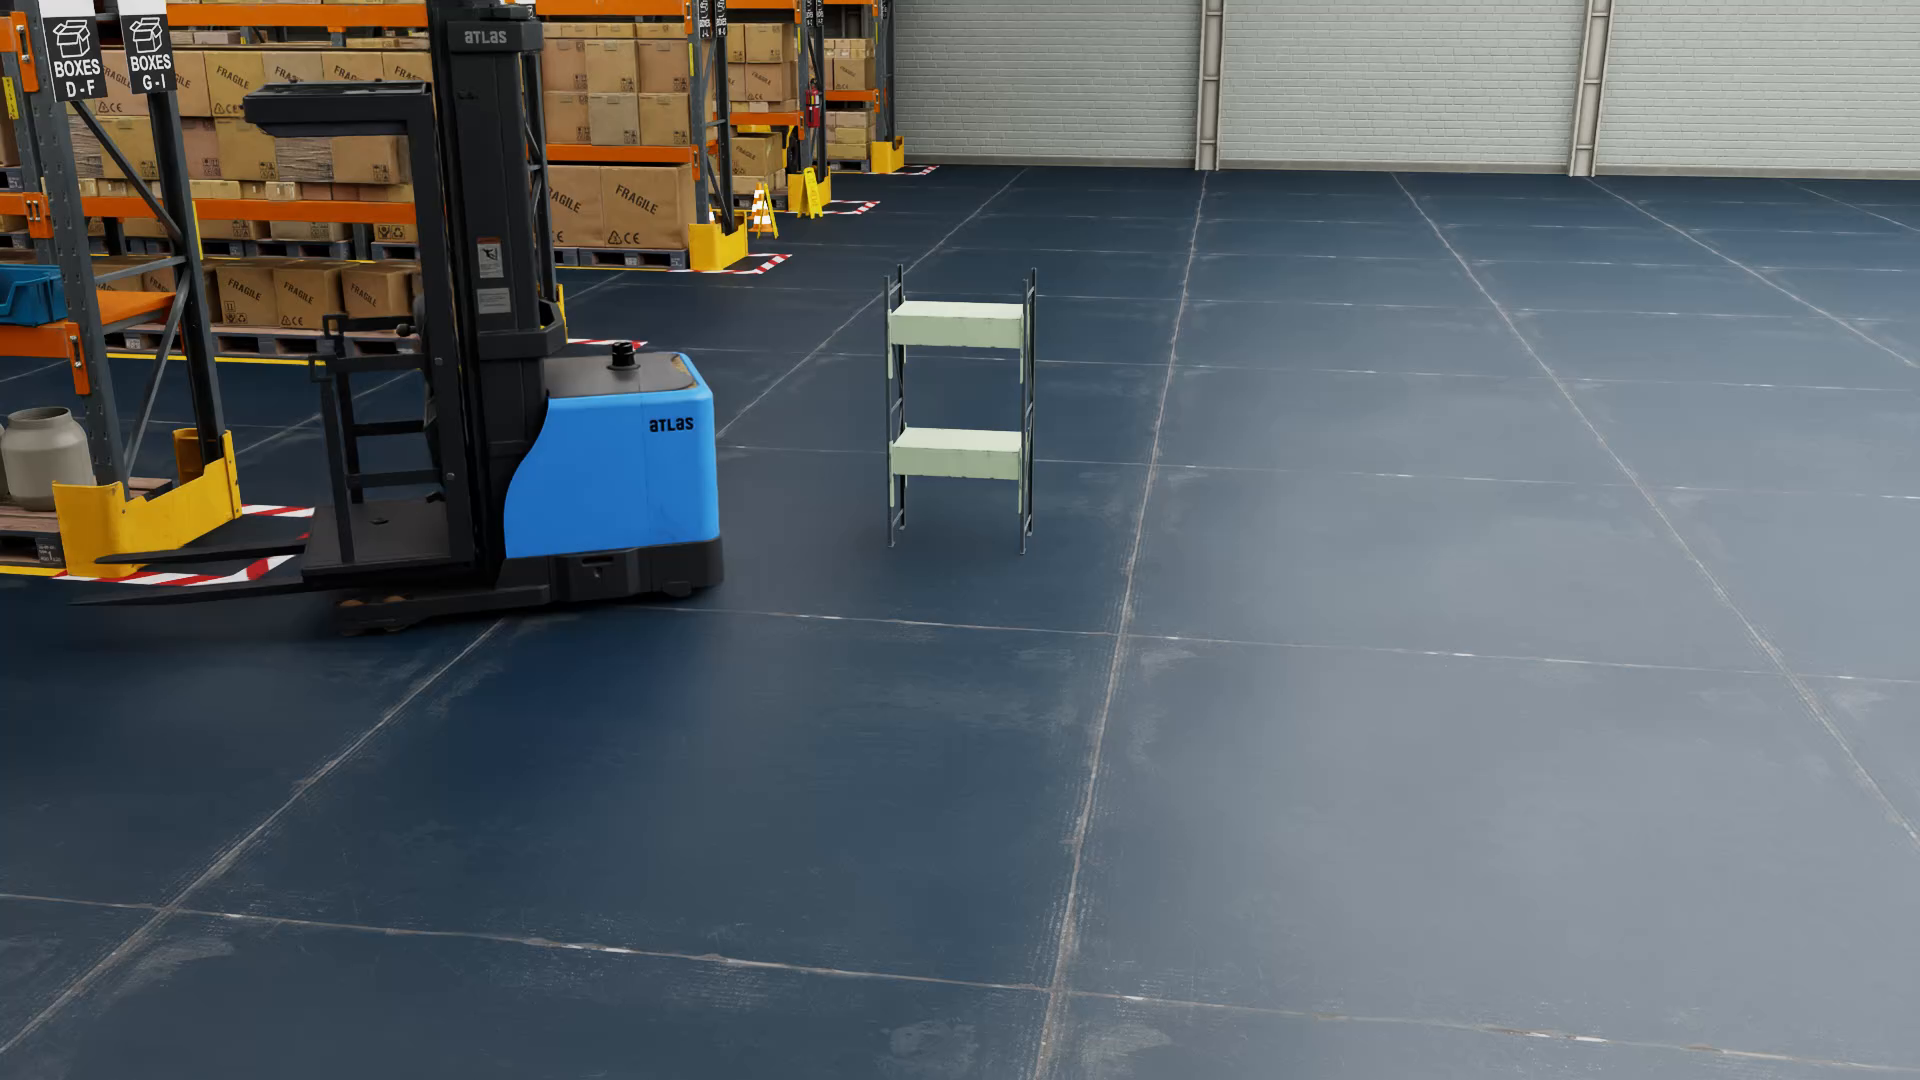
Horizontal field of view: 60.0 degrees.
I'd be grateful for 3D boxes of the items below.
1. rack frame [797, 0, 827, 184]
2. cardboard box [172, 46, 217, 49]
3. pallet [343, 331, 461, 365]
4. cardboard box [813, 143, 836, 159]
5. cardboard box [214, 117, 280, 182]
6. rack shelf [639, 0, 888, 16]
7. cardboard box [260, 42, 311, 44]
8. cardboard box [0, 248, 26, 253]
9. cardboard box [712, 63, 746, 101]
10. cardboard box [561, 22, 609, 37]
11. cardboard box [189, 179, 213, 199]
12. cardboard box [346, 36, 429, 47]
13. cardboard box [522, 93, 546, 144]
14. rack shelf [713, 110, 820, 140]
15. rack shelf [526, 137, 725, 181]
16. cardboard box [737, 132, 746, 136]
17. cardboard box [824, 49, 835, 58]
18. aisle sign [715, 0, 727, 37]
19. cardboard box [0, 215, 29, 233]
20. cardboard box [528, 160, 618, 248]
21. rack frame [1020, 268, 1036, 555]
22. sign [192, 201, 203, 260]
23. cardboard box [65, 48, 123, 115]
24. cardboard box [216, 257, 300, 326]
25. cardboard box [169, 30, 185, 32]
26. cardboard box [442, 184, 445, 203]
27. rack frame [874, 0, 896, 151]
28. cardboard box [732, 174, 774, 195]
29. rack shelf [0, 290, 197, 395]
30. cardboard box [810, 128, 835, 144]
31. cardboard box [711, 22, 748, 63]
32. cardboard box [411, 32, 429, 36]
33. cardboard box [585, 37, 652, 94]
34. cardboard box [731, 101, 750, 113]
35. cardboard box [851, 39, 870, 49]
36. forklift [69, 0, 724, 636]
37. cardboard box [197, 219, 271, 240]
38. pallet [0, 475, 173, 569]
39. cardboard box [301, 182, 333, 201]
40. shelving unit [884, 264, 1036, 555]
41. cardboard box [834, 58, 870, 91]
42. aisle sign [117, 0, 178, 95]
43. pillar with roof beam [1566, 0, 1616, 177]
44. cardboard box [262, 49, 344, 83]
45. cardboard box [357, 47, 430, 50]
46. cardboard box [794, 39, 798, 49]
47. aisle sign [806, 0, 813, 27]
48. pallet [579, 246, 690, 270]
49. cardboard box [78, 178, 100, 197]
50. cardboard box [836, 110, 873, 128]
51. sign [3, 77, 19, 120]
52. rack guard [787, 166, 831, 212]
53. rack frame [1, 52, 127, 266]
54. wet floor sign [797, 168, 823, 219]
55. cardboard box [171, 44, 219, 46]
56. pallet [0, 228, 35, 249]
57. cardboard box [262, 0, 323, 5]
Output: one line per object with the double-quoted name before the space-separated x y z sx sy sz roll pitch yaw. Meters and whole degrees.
"rack frame" -2.018 -6.077 22.737 0.127 3.000 1.000 3 19 9
"cardboard box" -6.557 -3.875 13.954 0.500 0.500 0.500 3 19 9
"pallet" -4.461 -1.705 14.067 1.213 0.211 1.003 3 19 9
"cardboard box" -2.237 -6.480 27.613 0.500 0.250 0.500 3 19 9
"cardboard box" -5.619 -3.252 13.668 0.500 0.500 0.875 3 19 9
"rack shelf" -3.209 -8.814 27.324 4.000 0.370 1.077 3 19 9
"cardboard box" -9.509 -6.772 23.526 0.500 0.500 0.500 2 19 7
"cardboard box" -8.610 -2.264 14.588 0.500 0.500 0.700 3 19 8
"cardboard box" -3.091 -6.233 22.577 0.500 0.500 0.500 3 19 9
"cardboard box" -5.066 -6.818 22.750 0.500 0.500 0.700 3 19 9
"cardboard box" -6.136 -2.894 13.620 0.250 0.149 0.380 3 19 9
"cardboard box" -6.293 -5.276 18.406 0.550 0.550 0.875 3 19 9
"cardboard box" -4.686 -4.698 18.381 0.500 0.550 0.875 3 19 9
"rack shelf" -3.992 -5.836 23.152 4.000 0.370 1.077 3 19 9
"rack shelf" -4.678 -4.280 18.502 4.000 0.370 1.077 3 19 9
"cardboard box" -3.311 -5.481 23.445 0.500 0.500 0.500 2 19 7
"cardboard box" -2.124 -7.952 27.163 0.250 0.149 0.380 3 19 10
"aisle sign" -2.585 -5.844 17.944 0.004 0.787 0.394 3 19 9
"cardboard box" -11.293 -3.888 19.474 0.500 0.500 0.500 3 19 8
"cardboard box" -4.252 -3.769 18.528 0.875 0.875 0.875 3 19 8
"rack frame" 0.368 -0.692 9.009 0.023 1.500 0.400 3 19 9
"sign" -4.283 -1.724 9.291 0.005 0.325 0.100 3 19 9
"cardboard box" -7.135 -3.734 13.532 0.500 0.500 0.500 3 19 9
"cardboard box" -5.958 -2.121 14.193 0.500 0.500 0.500 1 19 4
"cardboard box" -11.364 -7.155 24.227 0.500 0.500 0.500 3 19 10
"cardboard box" -4.150 -2.815 13.385 0.250 0.149 0.380 3 19 9
"rack frame" -1.234 -7.632 27.385 0.127 3.000 1.000 3 19 9
"cardboard box" -2.882 -4.929 22.980 0.500 0.250 0.500 3 19 8
"rack shelf" -6.350 -1.180 9.235 4.000 0.370 1.077 3 19 9
"cardboard box" -2.258 -6.719 27.541 0.500 0.250 0.500 3 19 8
"cardboard box" -3.055 -6.724 22.471 0.500 0.500 0.700 3 19 9
"cardboard box" -7.415 -6.963 23.074 0.250 0.149 0.380 2 19 6
"cardboard box" -3.621 -5.133 17.980 0.550 0.550 0.875 3 19 9
"cardboard box" -2.938 -5.907 22.625 0.250 0.149 0.380 3 19 8
"cardboard box" -1.621 -8.080 27.075 0.250 0.149 0.380 3 19 9
"forklift" -2.778 -1.120 8.030 3.031 2.935 1.130 -5 19 -16
"cardboard box" -8.231 -3.907 19.137 0.750 0.750 1.050 3 19 9
"pallet" -5.259 -0.129 9.357 1.213 0.211 1.003 3 19 9
"cardboard box" -5.140 -2.860 13.520 0.250 0.149 0.380 3 19 9
"shelving unit" 0.007 -0.711 9.064 0.755 1.500 0.431 3 19 9
"cardboard box" -1.761 -7.622 27.197 0.500 0.500 0.500 3 19 7
"aisle sign" -4.257 -2.741 8.671 0.004 0.787 0.394 3 19 9
"pillar with roof beam" 9.387 -8.842 21.546 0.400 9.000 9.100 3 19 9
"cardboard box" -5.159 -3.634 13.235 0.500 0.500 0.500 3 19 9
"cardboard box" -4.582 -3.775 13.656 0.500 0.500 0.500 3 19 9
"cardboard box" -2.641 -8.101 27.140 0.250 0.149 0.380 3 19 10
"aisle sign" -2.002 -7.215 22.043 0.004 0.787 0.394 3 19 9
"pallet" -3.505 -3.214 18.576 1.213 0.211 1.003 3 19 9
"cardboard box" -7.129 -2.932 13.736 0.250 0.149 0.380 3 19 9
"cardboard box" -1.738 -6.927 27.373 0.500 0.250 0.500 4 19 10
"sign" -7.623 -3.548 13.356 0.005 0.325 0.100 3 19 9
"rack guard" -2.093 -4.895 23.145 0.348 0.500 1.175 3 19 9
"rack frame" -7.539 -3.173 14.059 0.127 3.000 1.000 3 19 9
"wet floor sign" -2.000 -4.615 22.080 0.232 0.644 0.267 10 21 27
"cardboard box" -8.649 -5.343 18.812 0.500 0.500 0.700 3 19 8
"pallet" -11.373 -3.641 19.851 1.213 0.211 1.003 3 19 9
"cardboard box" -5.104 -4.321 12.998 0.500 0.250 0.500 3 19 10
